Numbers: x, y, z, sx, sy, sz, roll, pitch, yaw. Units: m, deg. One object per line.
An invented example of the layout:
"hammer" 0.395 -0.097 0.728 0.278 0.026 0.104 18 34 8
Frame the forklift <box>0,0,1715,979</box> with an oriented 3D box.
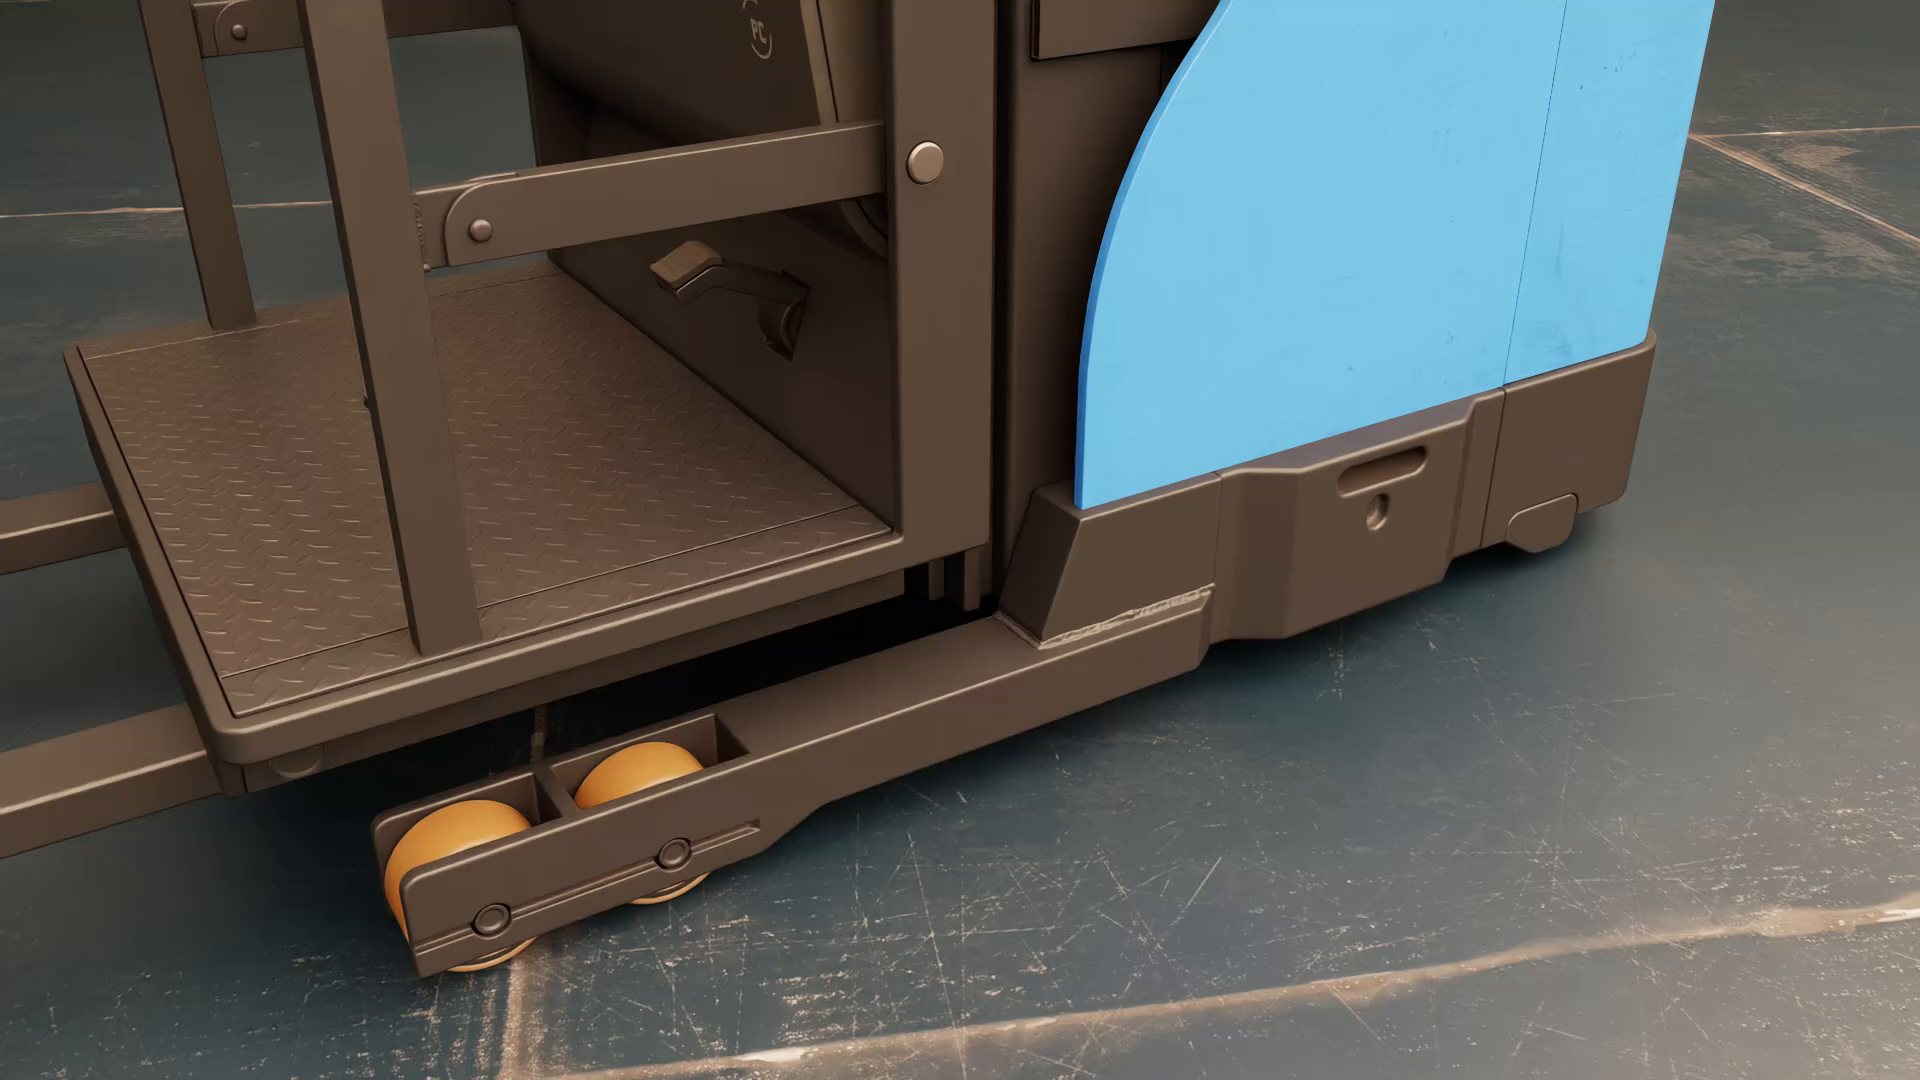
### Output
"forklift" -0.516 -1.144 1.529 3.031 2.935 1.130 -16 32 -28
